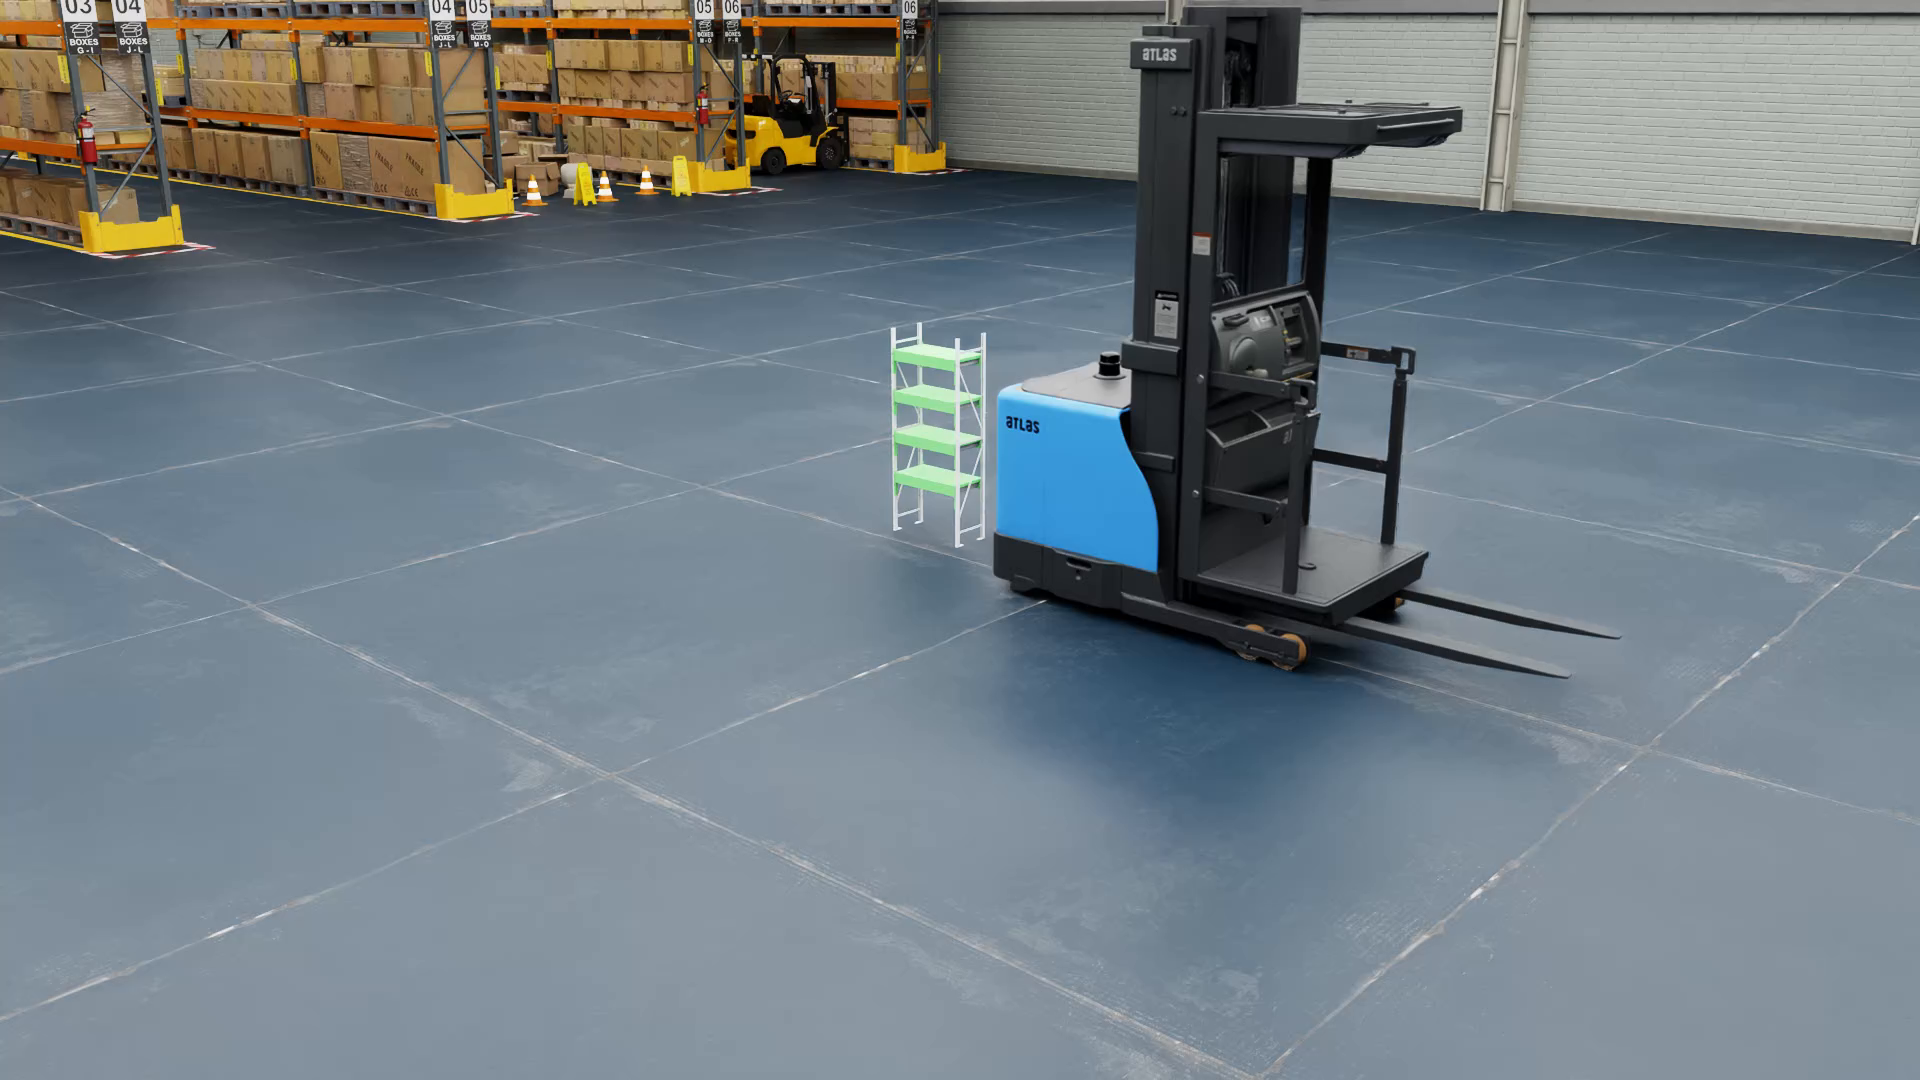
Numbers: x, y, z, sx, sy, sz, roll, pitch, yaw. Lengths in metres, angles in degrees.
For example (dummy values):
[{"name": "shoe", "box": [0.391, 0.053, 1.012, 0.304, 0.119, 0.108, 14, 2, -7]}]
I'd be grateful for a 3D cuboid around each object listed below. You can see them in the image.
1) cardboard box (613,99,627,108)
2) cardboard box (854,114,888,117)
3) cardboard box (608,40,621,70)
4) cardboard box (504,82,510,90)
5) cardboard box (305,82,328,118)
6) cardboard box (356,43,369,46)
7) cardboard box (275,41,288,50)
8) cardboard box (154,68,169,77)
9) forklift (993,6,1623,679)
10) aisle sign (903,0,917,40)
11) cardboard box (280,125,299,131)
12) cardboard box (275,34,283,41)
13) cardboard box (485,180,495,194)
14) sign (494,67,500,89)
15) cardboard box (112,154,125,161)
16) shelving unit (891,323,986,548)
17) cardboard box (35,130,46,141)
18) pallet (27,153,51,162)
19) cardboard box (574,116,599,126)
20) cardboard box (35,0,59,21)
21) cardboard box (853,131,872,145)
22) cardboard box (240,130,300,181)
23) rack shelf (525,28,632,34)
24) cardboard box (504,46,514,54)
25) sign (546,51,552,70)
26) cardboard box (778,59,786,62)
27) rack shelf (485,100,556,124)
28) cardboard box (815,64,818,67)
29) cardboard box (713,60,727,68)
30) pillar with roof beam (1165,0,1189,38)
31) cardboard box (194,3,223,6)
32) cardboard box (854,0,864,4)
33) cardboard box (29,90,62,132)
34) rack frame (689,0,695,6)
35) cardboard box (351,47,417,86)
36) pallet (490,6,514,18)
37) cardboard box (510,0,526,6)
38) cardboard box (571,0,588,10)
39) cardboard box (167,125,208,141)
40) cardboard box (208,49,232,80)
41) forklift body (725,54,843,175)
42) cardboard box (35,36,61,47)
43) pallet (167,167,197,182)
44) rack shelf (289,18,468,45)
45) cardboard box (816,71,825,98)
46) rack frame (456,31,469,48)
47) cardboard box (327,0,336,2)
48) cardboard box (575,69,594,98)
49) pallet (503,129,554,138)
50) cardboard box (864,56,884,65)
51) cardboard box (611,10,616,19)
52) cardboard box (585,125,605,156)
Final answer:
[{"name": "cardboard box", "box": [-5.890, -7.703, 29.341, 0.250, 0.149, 0.380, 15, 23, 39]}, {"name": "cardboard box", "box": [-1.764, -8.291, 32.974, 0.500, 0.250, 0.500, 15, 23, 39]}, {"name": "cardboard box", "box": [-5.710, -8.492, 29.101, 0.500, 0.500, 0.700, 15, 23, 39]}, {"name": "cardboard box", "box": [-8.392, -8.591, 31.445, 0.250, 0.149, 0.380, 15, 23, 39]}, {"name": "cardboard box", "box": [-9.997, -7.122, 26.846, 0.550, 0.550, 0.875, 15, 23, 39]}, {"name": "cardboard box", "box": [-12.144, -10.042, 34.477, 0.500, 0.500, 0.500, 14, 23, 38]}, {"name": "cardboard box", "box": [-14.721, -10.731, 36.648, 0.500, 0.500, 0.500, 15, 23, 39]}, {"name": "cardboard box", "box": [-14.130, -8.335, 29.653, 0.250, 0.149, 0.380, 15, 23, 39]}, {"name": "forklift", "box": [1.629, -0.974, 7.835, 3.031, 2.935, 1.130, 14, 23, 38]}, {"name": "aisle sign", "box": [-0.933, -9.742, 31.053, 0.004, 0.787, 0.394, 15, 23, 39]}, {"name": "cardboard box", "box": [-14.796, -9.359, 37.683, 0.875, 0.438, 0.875, 16, 24, 41]}, {"name": "cardboard box", "box": [-14.832, -11.050, 36.581, 0.250, 0.149, 0.380, 14, 23, 38]}, {"name": "cardboard box", "box": [-7.773, -5.890, 27.733, 0.396, 0.266, 0.258, -13, 22, -36]}, {"name": "sign", "box": [-6.916, -6.893, 24.812, 0.005, 0.325, 0.100, 15, 23, 39]}, {"name": "cardboard box", "box": [-15.888, -7.528, 31.813, 0.500, 0.500, 0.500, 16, 24, 41]}, {"name": "shelving unit", "box": [-0.124, -0.605, 9.535, 0.503, 1.200, 0.258, 15, 23, 39]}, {"name": "cardboard box", "box": [-11.953, -5.355, 21.941, 0.250, 0.149, 0.380, 15, 23, 39]}, {"name": "pallet", "box": [-18.615, -8.016, 34.520, 1.213, 0.211, 1.003, 15, 23, 39]}, {"name": "cardboard box", "box": [-6.755, -7.600, 30.140, 0.250, 0.149, 0.380, 15, 23, 40]}, {"name": "cardboard box", "box": [-11.186, -6.614, 20.784, 0.500, 0.250, 0.500, 16, 23, 40]}, {"name": "cardboard box", "box": [-1.727, -7.841, 32.384, 0.500, 0.250, 0.500, 15, 23, 39]}, {"name": "cardboard box", "box": [-11.524, -6.549, 28.312, 0.750, 0.750, 1.050, 15, 23, 39]}, {"name": "rack shelf", "box": [-8.266, -11.677, 37.678, 4.000, 0.370, 1.077, 15, 23, 39]}, {"name": "cardboard box", "box": [-8.311, -9.188, 31.179, 0.250, 0.149, 0.380, 14, 22, 37]}, {"name": "sign", "box": [-7.436, -8.688, 30.113, 0.005, 0.325, 0.100, 15, 23, 39]}, {"name": "cardboard box", "box": [-3.470, -9.725, 33.567, 0.250, 0.149, 0.380, 15, 23, 40]}, {"name": "rack shelf", "box": [-8.567, -8.321, 32.061, 4.000, 0.370, 1.077, 15, 23, 39]}, {"name": "cardboard box", "box": [-2.777, -9.356, 32.895, 0.250, 0.149, 0.380, 14, 22, 38]}, {"name": "cardboard box", "box": [-4.974, -9.959, 34.797, 0.250, 0.149, 0.380, 14, 23, 38]}, {"name": "pillar with roof beam", "box": [0.921, -9.607, 25.007, 0.400, 9.000, 9.100, 15, 23, 39]}, {"name": "cardboard box", "box": [-13.523, -9.577, 29.706, 0.500, 0.500, 0.500, 15, 23, 39]}, {"name": "cardboard box", "box": [-1.798, -10.345, 31.653, 0.258, 0.266, 0.396, 15, 23, 39]}, {"name": "cardboard box", "box": [-11.504, -5.596, 21.629, 0.500, 0.500, 0.875, 15, 23, 39]}, {"name": "rack frame", "box": [-4.079, -10.318, 27.248, 0.127, 3.000, 1.000, 15, 23, 39]}, {"name": "cardboard box", "box": [-8.825, -7.298, 25.615, 0.500, 0.550, 0.875, 15, 23, 39]}, {"name": "pallet", "box": [-8.240, -9.958, 31.382, 1.003, 0.211, 1.213, 15, 23, 39]}, {"name": "cardboard box", "box": [-7.979, -10.008, 30.782, 0.500, 0.250, 0.500, 15, 23, 40]}, {"name": "cardboard box", "box": [-6.531, -9.510, 29.417, 0.500, 0.250, 0.500, 15, 23, 39]}, {"name": "cardboard box", "box": [-13.958, -7.369, 30.071, 0.500, 0.250, 0.500, 14, 23, 38]}, {"name": "cardboard box", "box": [-12.564, -8.256, 28.848, 0.500, 0.500, 0.700, 15, 23, 38]}, {"name": "forklift body", "box": [-3.416, -8.146, 31.724, 1.214, 2.155, 2.313, 15, 23, 39]}, {"name": "cardboard box", "box": [-17.957, -9.736, 33.021, 0.500, 0.500, 0.500, 14, 22, 38]}, {"name": "pallet", "box": [-13.856, -6.753, 30.542, 1.213, 0.211, 1.003, 15, 23, 39]}, {"name": "rack shelf", "box": [-8.785, -7.807, 25.483, 4.000, 0.370, 1.077, 15, 23, 39]}, {"name": "cardboard box", "box": [-2.478, -8.977, 32.775, 0.500, 0.500, 0.500, 15, 23, 40]}, {"name": "rack frame", "box": [-12.754, -11.795, 41.819, 0.127, 3.000, 1.000, 15, 23, 39]}, {"name": "cardboard box", "box": [-9.472, -8.326, 25.484, 0.250, 0.149, 0.380, 15, 23, 38]}, {"name": "cardboard box", "box": [-6.536, -8.205, 29.848, 0.500, 0.500, 0.500, 15, 23, 39]}, {"name": "pallet", "box": [-10.275, -9.801, 40.146, 1.213, 0.211, 1.003, 15, 23, 39]}, {"name": "cardboard box", "box": [-1.614, -9.194, 31.895, 0.250, 0.149, 0.380, 16, 23, 40]}, {"name": "cardboard box", "box": [-5.846, -9.144, 28.921, 0.250, 0.149, 0.380, 15, 23, 40]}, {"name": "cardboard box", "box": [-6.400, -7.225, 30.029, 0.500, 0.500, 0.500, 16, 24, 41]}]
